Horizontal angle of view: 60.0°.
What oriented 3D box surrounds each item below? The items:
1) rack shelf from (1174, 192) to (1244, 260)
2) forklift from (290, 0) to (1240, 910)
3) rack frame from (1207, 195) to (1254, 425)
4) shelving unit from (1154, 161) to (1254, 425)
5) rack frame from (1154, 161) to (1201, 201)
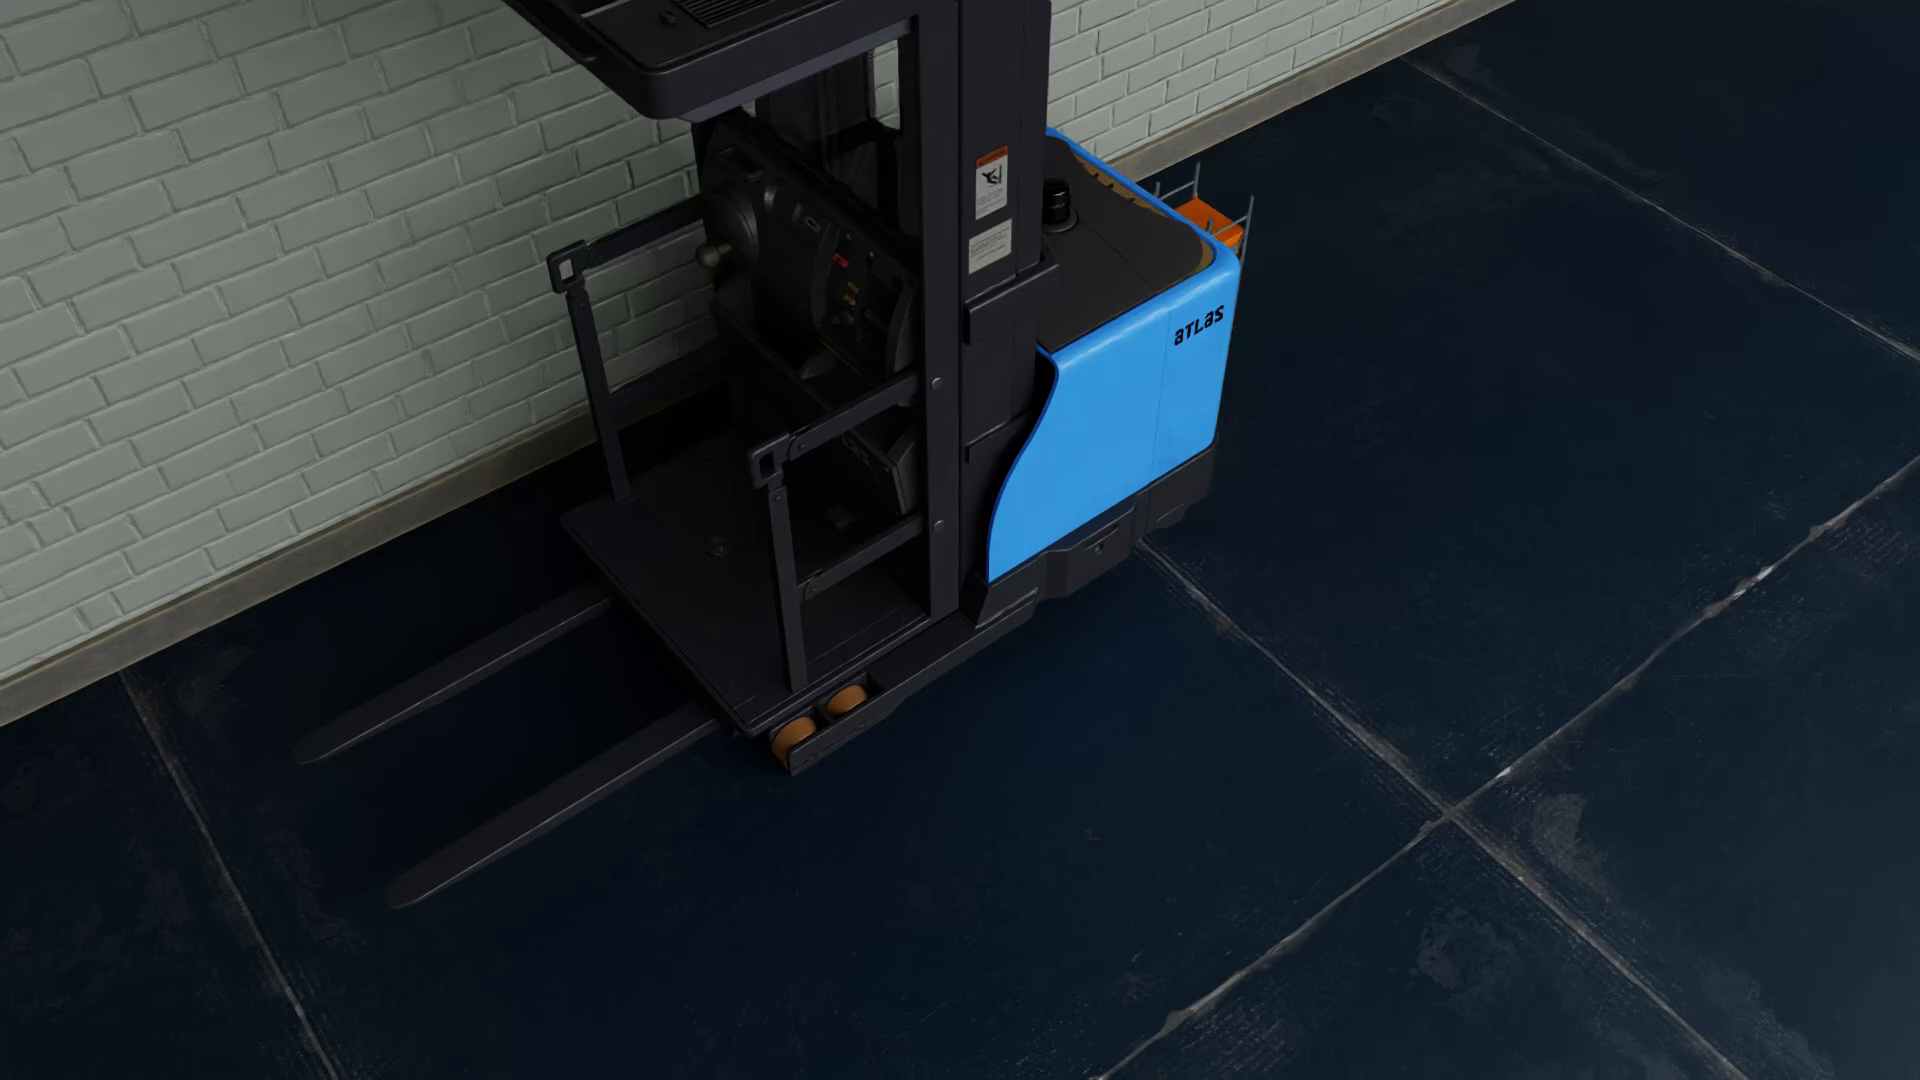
[{"bbox_3d":[0.785,-0.958,5.540,0.215,0.259,0.240,-31,55,-25],"label":"rack shelf"},{"bbox_3d":[-0.584,-0.724,4.428,3.031,2.935,1.130,-31,55,-25],"label":"forklift"},{"bbox_3d":[0.860,-0.703,5.678,0.200,1.050,0.008,-31,55,-25],"label":"rack frame"},{"bbox_3d":[0.784,-0.773,5.741,0.215,1.050,0.252,-31,55,-25],"label":"shelving unit"},{"bbox_3d":[0.707,-0.844,5.805,0.200,1.050,0.008,-31,55,-25],"label":"rack frame"}]
